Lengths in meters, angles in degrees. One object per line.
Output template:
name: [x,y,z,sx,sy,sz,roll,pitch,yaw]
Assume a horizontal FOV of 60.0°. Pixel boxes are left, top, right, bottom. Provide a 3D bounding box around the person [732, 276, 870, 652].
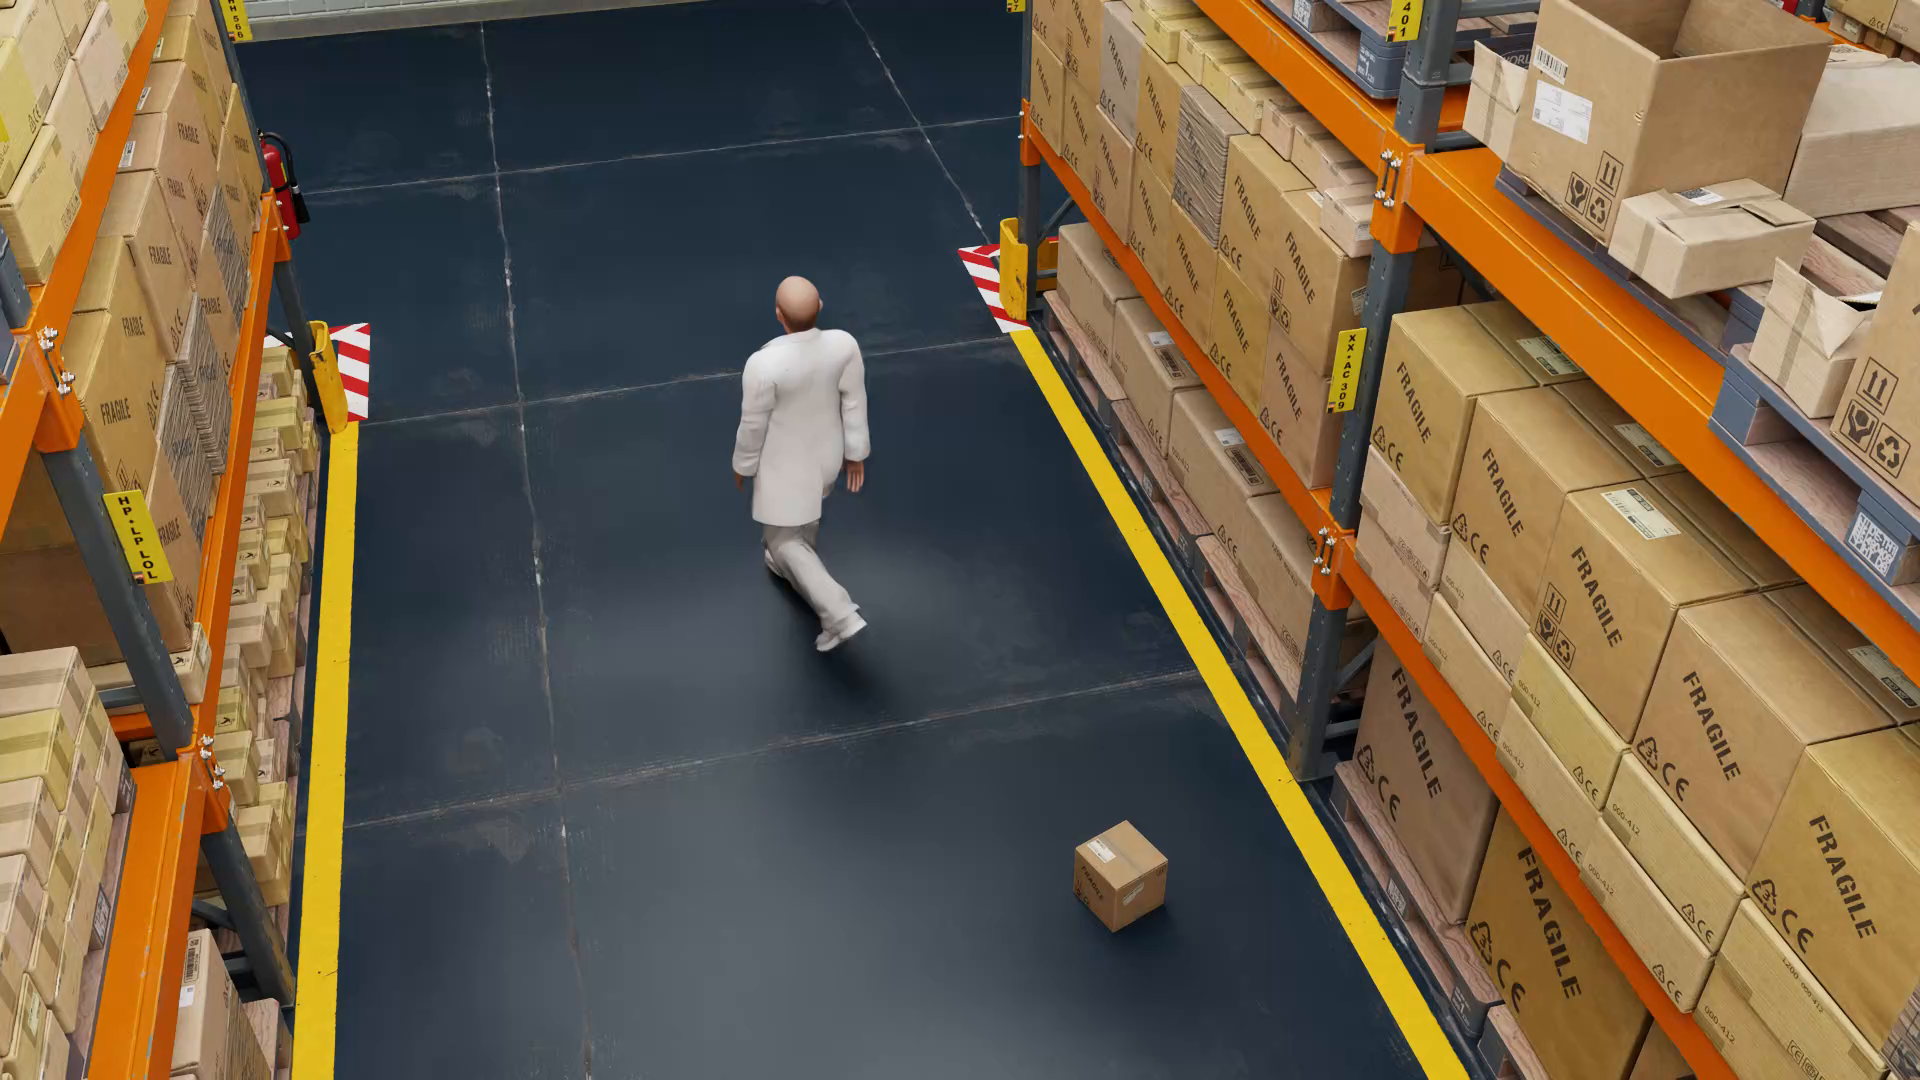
person: [-0.687,-0.354,7.166,0.574,1.741,0.919,-27,45,-30]
